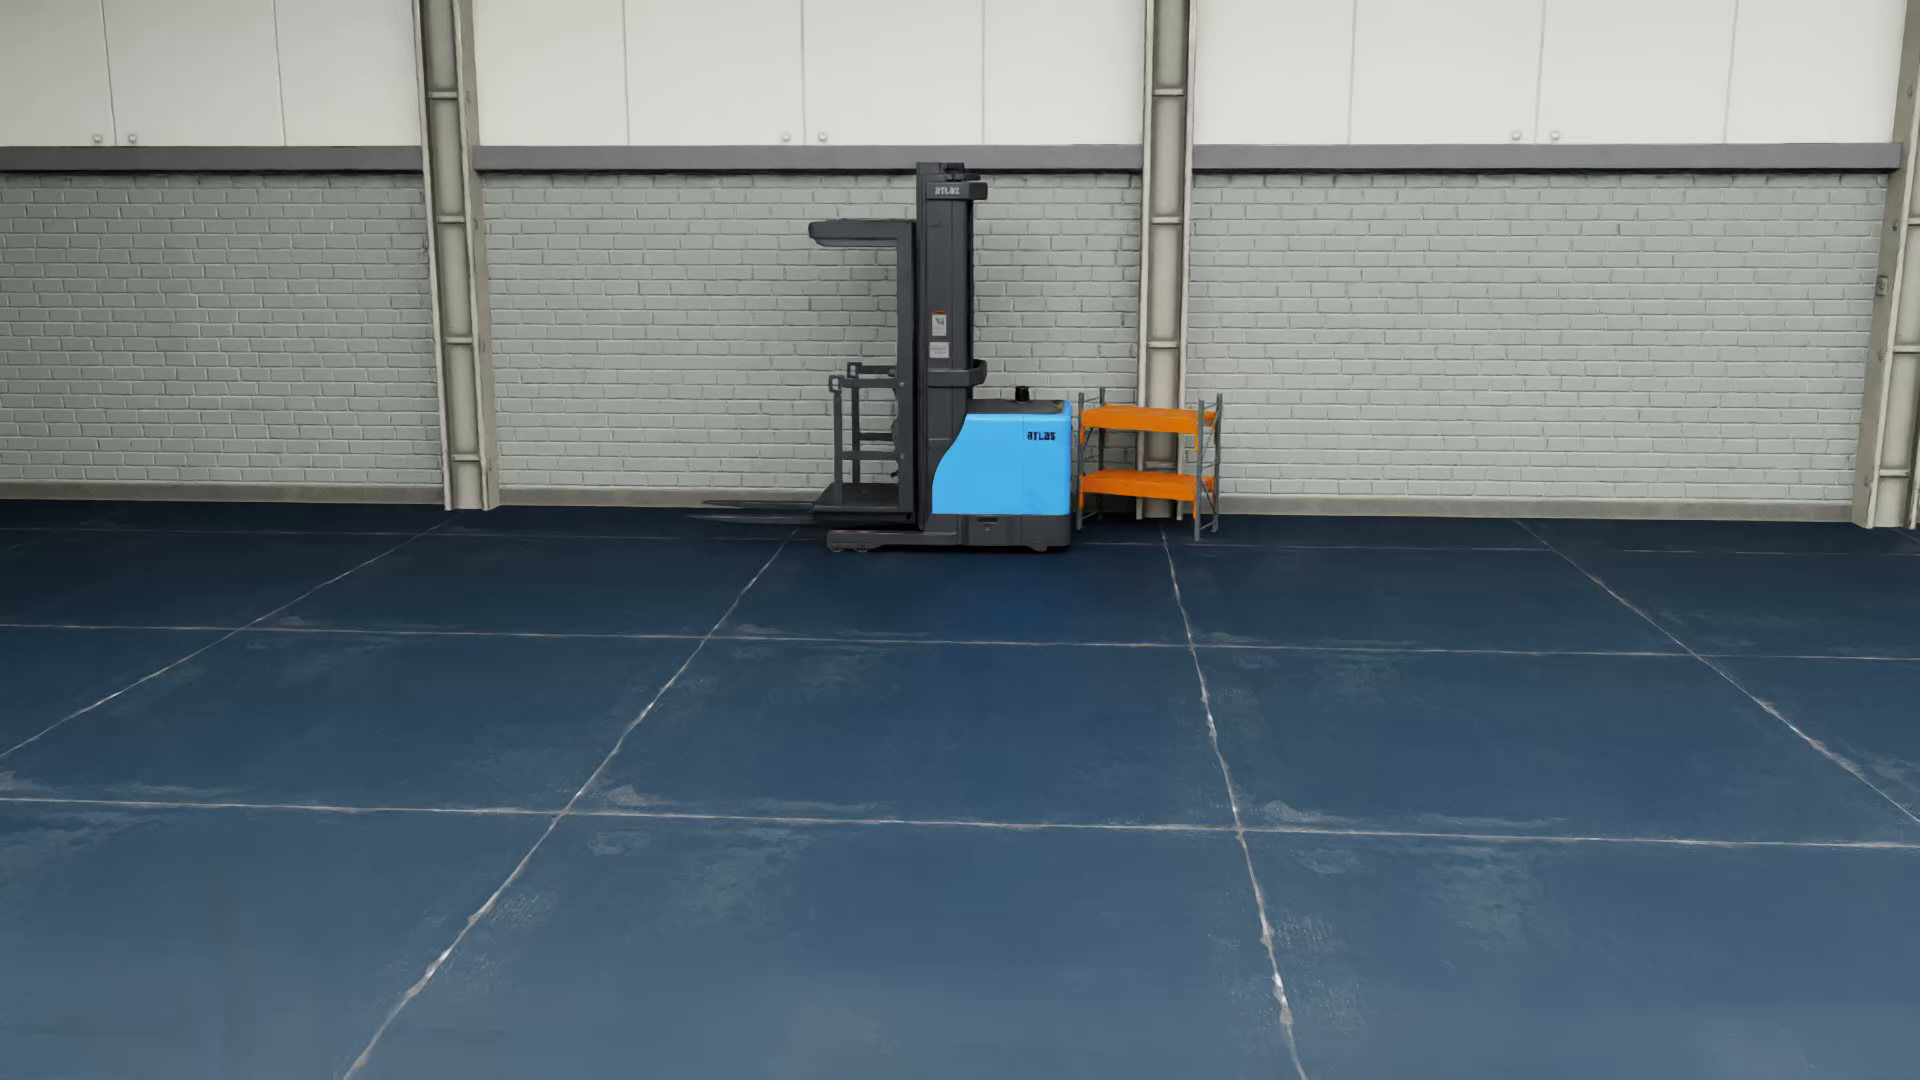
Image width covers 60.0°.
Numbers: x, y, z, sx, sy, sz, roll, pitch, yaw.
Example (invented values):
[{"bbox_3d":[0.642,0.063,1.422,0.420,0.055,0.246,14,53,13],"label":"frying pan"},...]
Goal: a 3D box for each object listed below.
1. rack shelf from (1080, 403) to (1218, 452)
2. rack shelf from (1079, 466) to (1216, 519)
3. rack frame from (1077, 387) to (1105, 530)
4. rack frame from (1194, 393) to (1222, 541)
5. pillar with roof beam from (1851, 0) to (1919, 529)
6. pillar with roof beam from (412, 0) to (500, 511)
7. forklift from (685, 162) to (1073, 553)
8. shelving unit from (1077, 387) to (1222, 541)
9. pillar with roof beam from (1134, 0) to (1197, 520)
[{"bbox_3d":[1.538,-0.922,13.499,1.000,0.278,0.538,6,13,26],"label":"rack shelf"},{"bbox_3d":[1.538,-0.396,13.609,1.000,0.278,0.538,6,13,26],"label":"rack shelf"},{"bbox_3d":[1.084,-0.682,13.783,0.032,1.125,0.500,6,13,26],"label":"rack frame"},{"bbox_3d":[1.992,-0.589,13.334,0.032,1.125,0.500,6,13,26],"label":"rack frame"},{"bbox_3d":[7.397,-3.649,8.732,0.400,9.000,9.100,1,12,4],"label":"pillar with roof beam"},{"bbox_3d":[-4.577,-3.813,9.517,0.400,9.000,9.100,1,12,4],"label":"pillar with roof beam"},{"bbox_3d":[-0.628,-1.444,13.013,3.031,2.935,1.130,1,12,4],"label":"forklift"},{"bbox_3d":[1.538,-0.636,13.559,1.048,1.125,0.538,6,13,26],"label":"shelving unit"},{"bbox_3d":[1.410,-3.731,9.125,0.400,9.000,9.100,1,12,4],"label":"pillar with roof beam"}]
